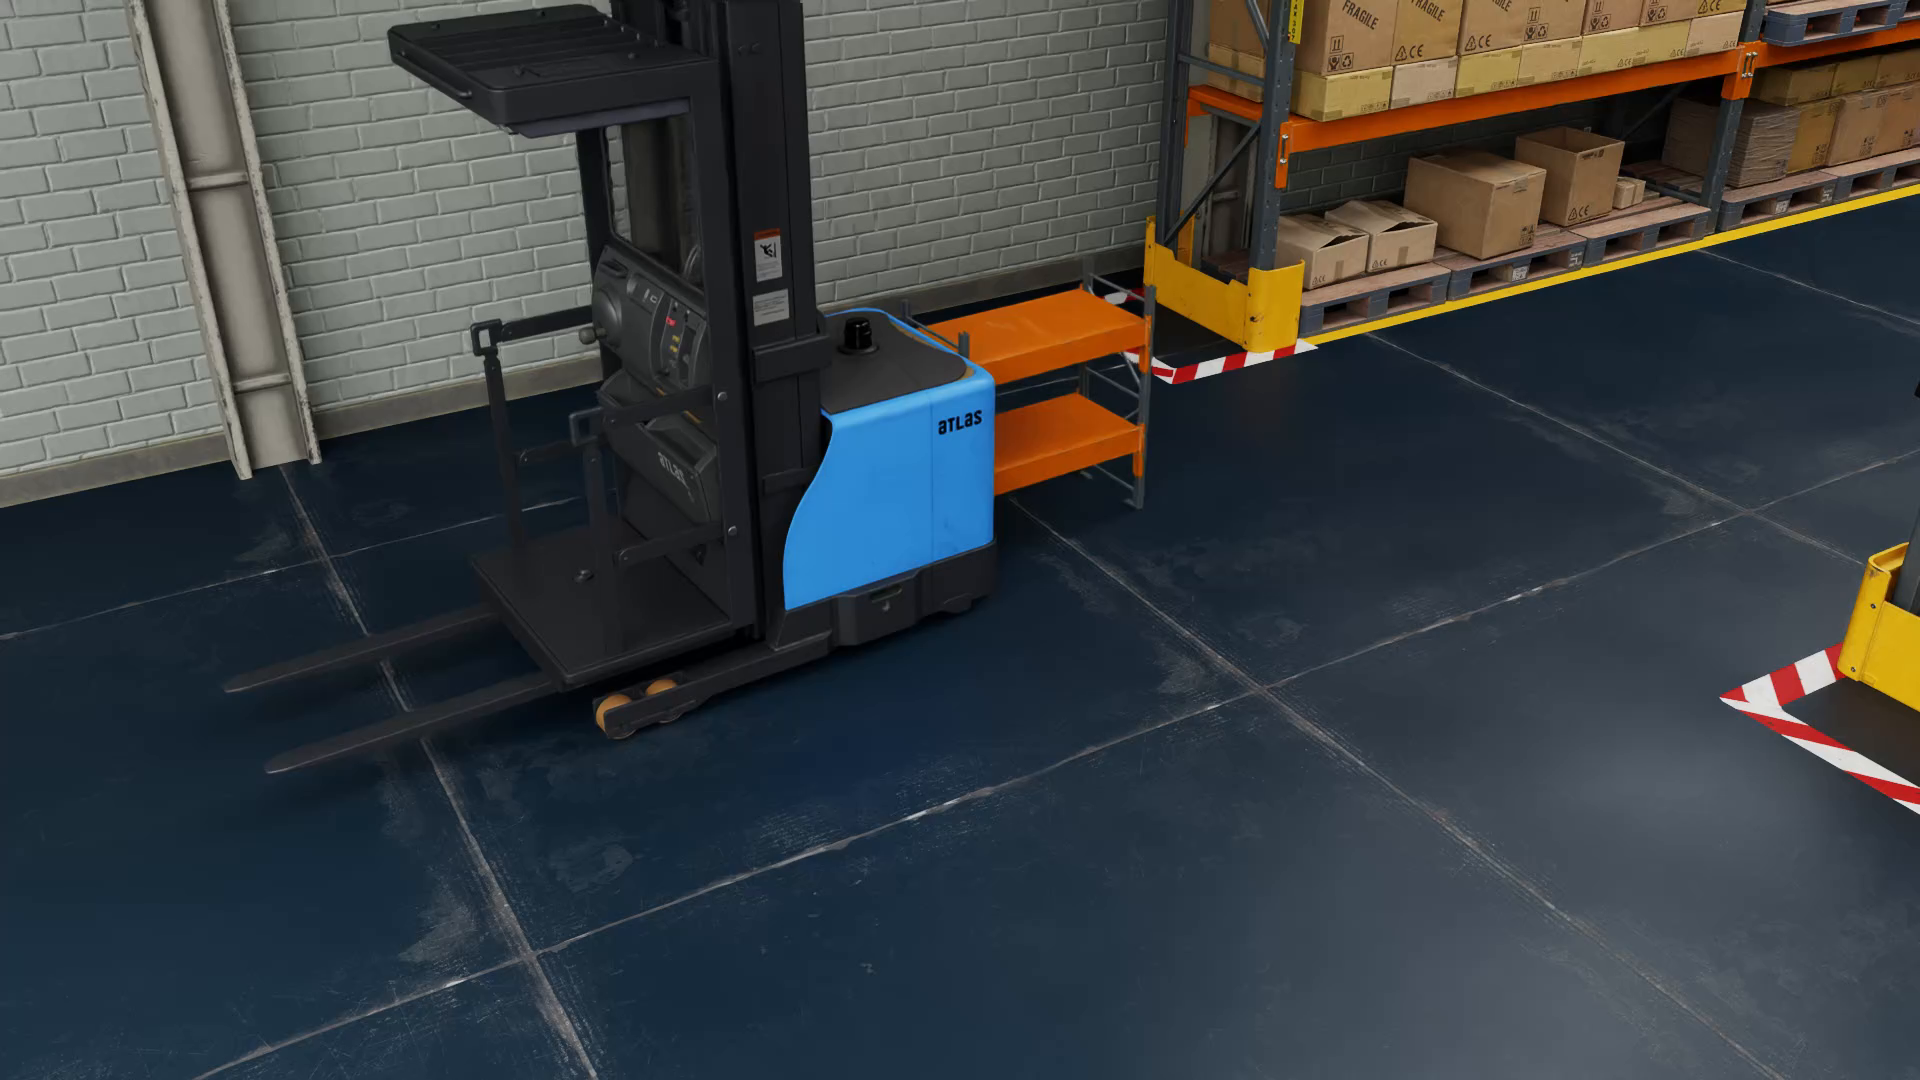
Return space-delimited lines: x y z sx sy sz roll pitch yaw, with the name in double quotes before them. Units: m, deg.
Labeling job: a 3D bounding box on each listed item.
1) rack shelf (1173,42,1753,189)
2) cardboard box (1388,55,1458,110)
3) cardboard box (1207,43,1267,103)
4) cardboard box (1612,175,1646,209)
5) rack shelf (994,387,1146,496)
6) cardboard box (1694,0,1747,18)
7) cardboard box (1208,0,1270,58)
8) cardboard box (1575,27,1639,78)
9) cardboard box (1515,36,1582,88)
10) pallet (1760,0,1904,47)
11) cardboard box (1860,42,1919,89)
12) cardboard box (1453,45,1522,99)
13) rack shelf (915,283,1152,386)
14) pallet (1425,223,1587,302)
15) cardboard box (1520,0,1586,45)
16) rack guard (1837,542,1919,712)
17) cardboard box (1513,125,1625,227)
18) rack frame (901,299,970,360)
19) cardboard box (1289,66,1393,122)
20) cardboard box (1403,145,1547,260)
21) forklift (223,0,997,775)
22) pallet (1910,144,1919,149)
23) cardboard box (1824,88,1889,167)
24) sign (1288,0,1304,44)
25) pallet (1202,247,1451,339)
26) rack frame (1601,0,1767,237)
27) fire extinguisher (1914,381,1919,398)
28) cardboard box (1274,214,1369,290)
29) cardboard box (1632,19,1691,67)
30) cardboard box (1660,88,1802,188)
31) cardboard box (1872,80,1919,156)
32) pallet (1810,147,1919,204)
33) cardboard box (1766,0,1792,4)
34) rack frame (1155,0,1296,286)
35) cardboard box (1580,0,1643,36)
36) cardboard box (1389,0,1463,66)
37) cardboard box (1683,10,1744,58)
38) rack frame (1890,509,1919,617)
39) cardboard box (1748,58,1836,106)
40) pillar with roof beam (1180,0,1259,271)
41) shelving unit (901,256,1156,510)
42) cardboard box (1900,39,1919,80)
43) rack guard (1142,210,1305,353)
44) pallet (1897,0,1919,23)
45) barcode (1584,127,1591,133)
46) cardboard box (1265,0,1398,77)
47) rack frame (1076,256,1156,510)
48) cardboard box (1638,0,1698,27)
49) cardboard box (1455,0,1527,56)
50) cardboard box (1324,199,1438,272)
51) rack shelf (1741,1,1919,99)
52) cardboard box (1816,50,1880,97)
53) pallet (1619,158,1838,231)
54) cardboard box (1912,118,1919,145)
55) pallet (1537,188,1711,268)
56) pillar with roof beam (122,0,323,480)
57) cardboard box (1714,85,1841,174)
"rack shelf" 3.239 -2.837 10.530 4.000 0.370 1.077 -16 33 -26
"cardboard box" 2.536 -2.725 9.719 0.500 0.250 0.500 -17 33 -28
"cardboard box" 1.819 -2.800 9.855 0.500 0.250 0.500 -15 32 -26
"cardboard box" 4.517 -2.450 11.562 0.250 0.166 0.380 -21 35 -33
"rack shelf" 0.311 -0.393 7.803 1.000 0.278 0.538 -18 34 -29
"cardboard box" 4.712 -3.668 10.651 0.500 0.500 0.500 -16 33 -26
"cardboard box" 1.813 -3.138 9.689 0.500 0.500 0.500 -16 33 -27
"cardboard box" 3.848 -3.094 10.387 0.500 0.250 0.500 -16 33 -27
"cardboard box" 3.415 -2.971 10.163 0.500 0.250 0.500 -16 32 -26
"pallet" 5.696 -3.684 11.519 1.213 0.211 1.003 -16 33 -26
"cardboard box" 6.853 -3.608 12.538 0.500 0.250 0.500 -16 33 -27
"cardboard box" 2.978 -2.848 9.940 0.500 0.250 0.500 -16 33 -27
"rack shelf" 0.311 -0.863 7.544 1.000 0.278 0.538 -18 34 -29
"pallet" 3.349 -1.941 11.048 1.213 0.211 1.003 -16 33 -26
"cardboard box" 3.397 -3.297 9.979 0.500 0.500 0.500 -15 32 -25
"rack guard" 4.006 0.501 6.325 0.348 0.500 1.175 -16 33 -26
"cardboard box" 4.088 -2.469 11.251 0.500 0.500 0.500 -19 34 -30
"rack frame" -0.111 -0.470 7.437 0.032 1.125 0.500 -18 34 -29
"cardboard box" 2.096 -2.592 9.478 0.500 0.250 0.500 -17 33 -28
"cardboard box" 3.306 -2.191 10.747 0.500 0.500 0.700 -18 34 -29
"forklift" -1.350 -0.813 6.189 3.031 2.935 1.130 -18 34 -29
"pallet" 7.737 -3.209 13.346 1.213 0.211 1.003 -16 33 -26
"cardboard box" 6.470 -3.182 12.543 0.500 0.500 0.700 -15 32 -26
"sign" 1.789 -2.815 8.851 0.005 0.325 0.100 -16 33 -26
"pallet" 2.298 -1.644 10.511 1.213 0.211 1.003 -16 33 -26
"rack frame" 4.963 -3.641 11.244 0.127 3.000 1.000 -16 33 -26
"fire extinguisher" 3.690 -0.730 6.049 0.183 0.674 0.296 -16 33 -26
"cardboard box" 2.156 -1.809 10.252 0.500 0.311 0.500 -20 35 -32
"cardboard box" 4.274 -3.224 10.621 0.500 0.250 0.500 -16 33 -26
"cardboard box" 5.589 -2.927 12.080 0.500 0.500 0.700 -15 32 -25
"cardboard box" 6.900 -3.310 12.774 0.500 0.500 0.700 -16 33 -27
"pallet" 6.686 -2.912 12.809 1.213 0.211 1.003 -16 33 -26
"cardboard box" 5.419 -3.988 11.313 0.500 0.500 0.700 -16 33 -26
"rack frame" 1.514 -2.662 9.469 0.127 3.000 1.000 -16 33 -26
"cardboard box" 3.845 -3.425 10.210 0.500 0.500 0.500 -17 33 -28
"cardboard box" 2.509 -3.042 9.516 0.500 0.500 0.500 -16 33 -26
"cardboard box" 4.708 -3.342 10.836 0.500 0.250 0.500 -16 33 -26
"rack frame" 4.027 -0.599 5.732 0.127 3.000 1.000 -16 33 -26
"cardboard box" 5.967 -3.364 12.097 0.500 0.250 0.500 -17 33 -27
"pillar with roof beam" 3.860 -4.027 5.734 0.400 9.000 9.100 -16 33 -26
"shelving unit" 0.311 -0.607 7.685 1.048 1.125 0.538 -18 34 -29
"cardboard box" 7.294 -3.736 12.770 0.500 0.250 0.500 -15 32 -25
"rack guard" 1.580 -1.586 10.107 0.348 0.500 1.175 -16 33 -26
"pallet" 6.726 -4.035 12.155 1.213 0.211 1.003 -16 33 -26
"barcode" 4.376 -2.847 11.606 0.075 0.075 0.001 -16 33 -26
"cardboard box" 2.078 -2.925 9.305 0.500 0.500 0.500 -16 33 -26
"rack frame" 0.733 -0.744 7.933 0.032 1.125 0.500 -18 34 -29
"cardboard box" 4.285 -3.544 10.425 0.500 0.500 0.500 -16 33 -27
"cardboard box" 2.958 -3.166 9.741 0.500 0.500 0.500 -17 33 -28
"cardboard box" 2.648 -1.949 10.505 0.500 0.311 0.500 -13 31 -22
"rack shelf" 6.687 -3.816 12.305 4.000 0.370 1.077 -16 33 -26
"cardboard box" 6.414 -3.493 12.331 0.500 0.250 0.500 -17 33 -28
"pallet" 5.633 -2.612 12.264 1.213 0.211 1.003 -16 33 -26
"cardboard box" 7.314 -3.443 13.016 0.500 0.500 0.700 -16 33 -26
"pallet" 4.402 -2.241 11.593 1.213 0.211 1.003 -16 33 -26
"pillar with roof beam" -1.313 -2.558 3.072 0.400 9.000 9.100 -16 33 -26
"cardboard box" 6.009 -3.074 12.347 0.500 0.500 0.700 -17 33 -27
